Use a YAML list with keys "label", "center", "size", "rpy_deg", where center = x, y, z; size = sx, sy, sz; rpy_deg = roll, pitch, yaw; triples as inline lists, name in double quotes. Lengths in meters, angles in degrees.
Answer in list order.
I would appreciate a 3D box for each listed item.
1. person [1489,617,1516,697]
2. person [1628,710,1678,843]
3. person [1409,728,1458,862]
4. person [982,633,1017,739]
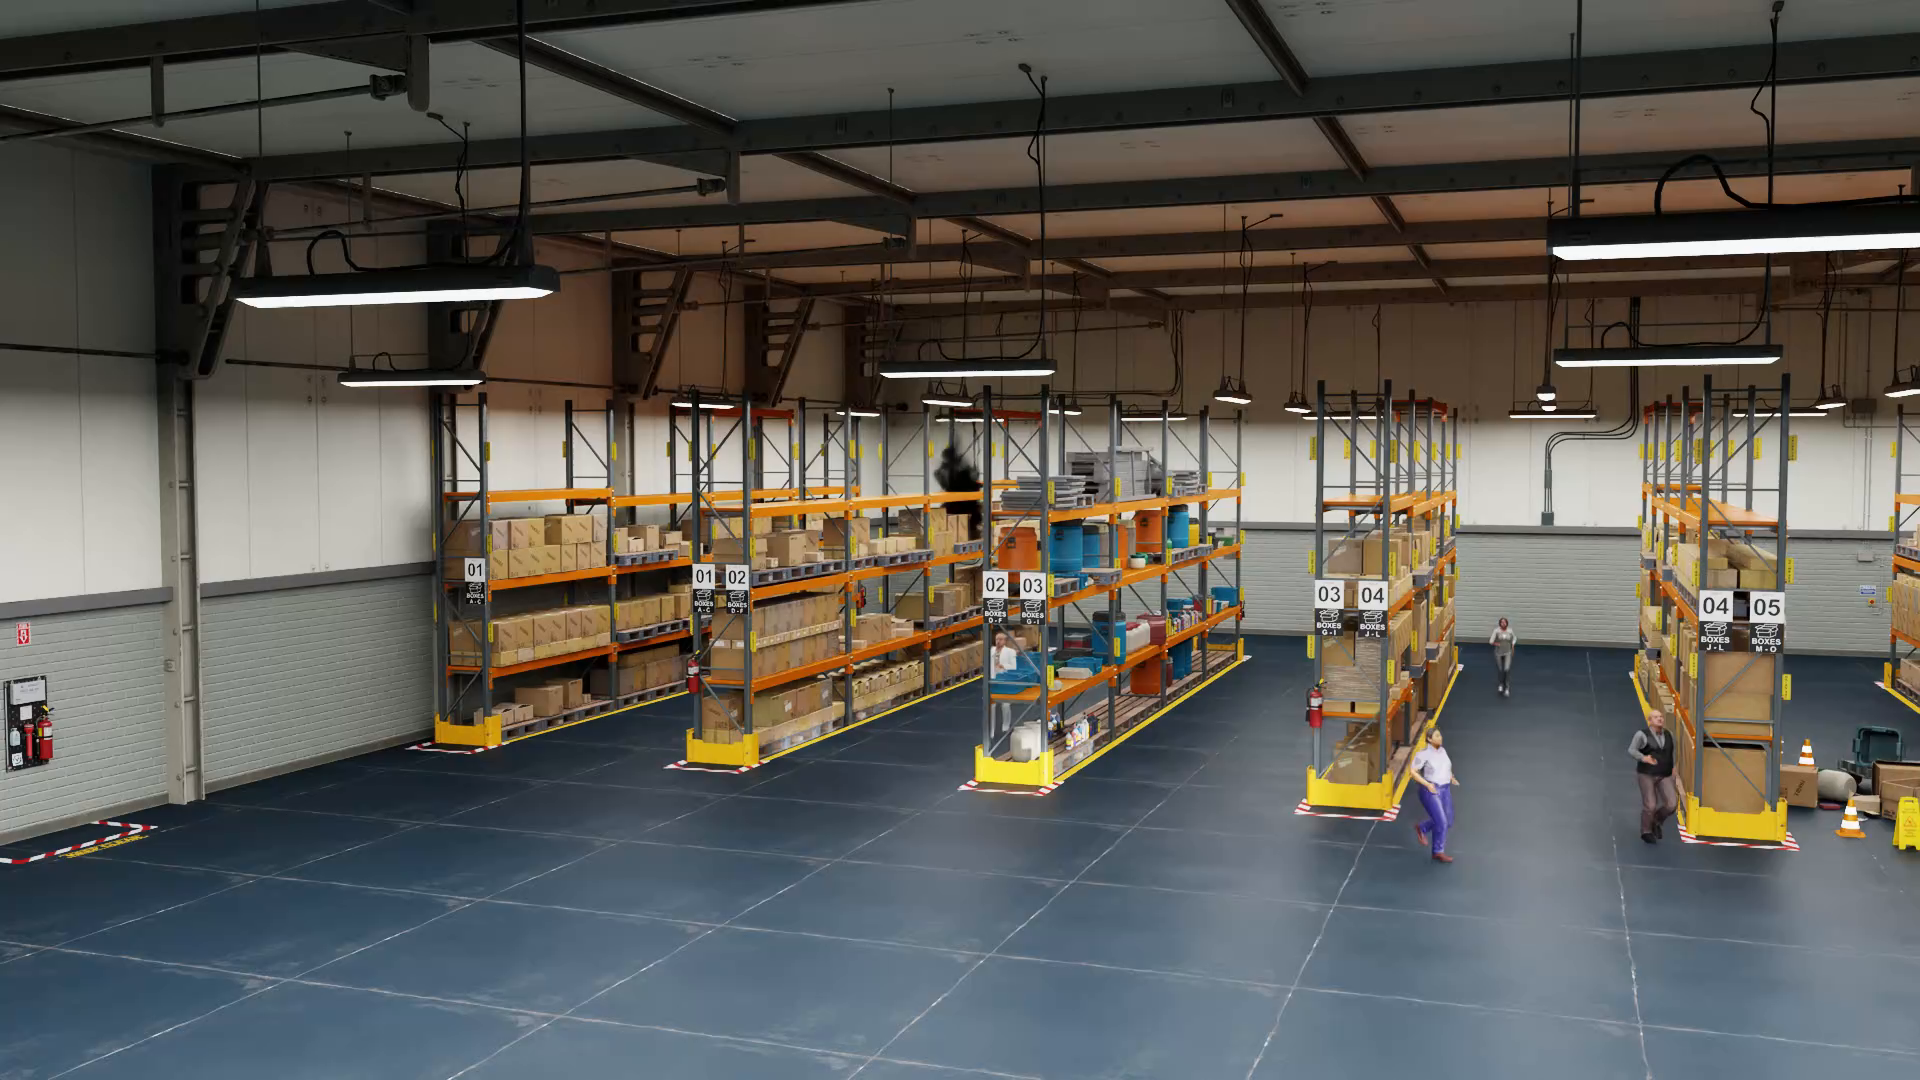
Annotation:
- label: "person"
  center: [11.133, 2.396, 34.129]
  size: [0.524, 1.640, 0.712]
  rpy_deg: [1, 3, 17]
- label: "person"
  center: [8.898, 3.025, 21.230]
  size: [0.681, 1.695, 0.584]
  rpy_deg: [0, 3, 0]
- label: "person"
  center: [5.810, 3.110, 20.484]
  size: [0.599, 1.599, 0.688]
  rpy_deg: [-2, 4, -34]
- label: "person"
  center: [0.696, 2.555, 29.247]
  size: [0.672, 1.848, 0.855]
  rpy_deg: [1, 3, 13]
